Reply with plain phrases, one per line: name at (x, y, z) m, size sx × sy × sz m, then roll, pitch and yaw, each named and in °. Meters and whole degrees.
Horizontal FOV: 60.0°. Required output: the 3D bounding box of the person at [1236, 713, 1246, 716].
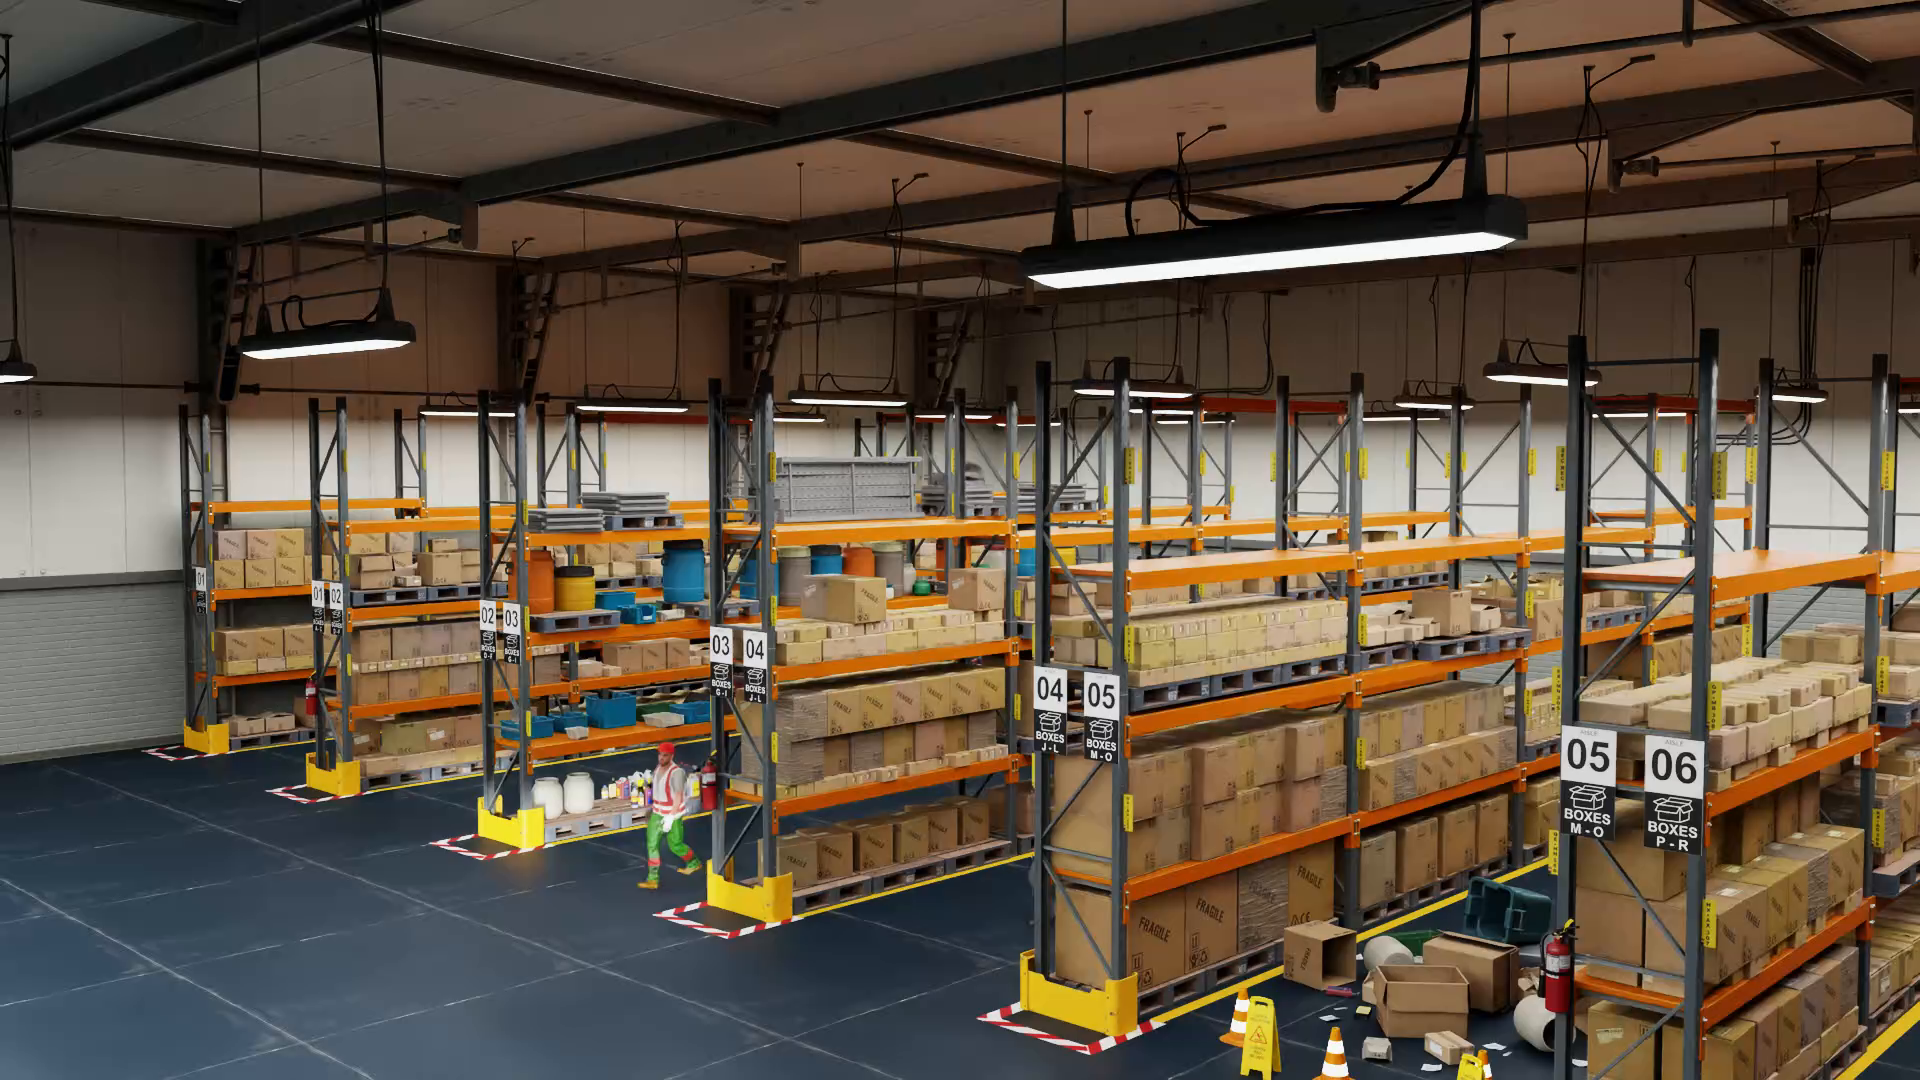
person at (3.959, 3.152, 22.989) m, size 0.549 × 1.626 × 0.634 m, roll -2°, pitch 4°, yaw -32°

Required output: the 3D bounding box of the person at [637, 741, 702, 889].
person at (-3.449, 3.247, 19.777) m, size 0.569 × 1.737 × 1.003 m, roll 2°, pitch 4°, yaw 34°

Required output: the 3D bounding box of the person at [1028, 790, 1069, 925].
person at (1.109, 3.442, 18.401) m, size 0.596 × 1.490 × 1.000 m, roll 3°, pitch 4°, yaw 45°
